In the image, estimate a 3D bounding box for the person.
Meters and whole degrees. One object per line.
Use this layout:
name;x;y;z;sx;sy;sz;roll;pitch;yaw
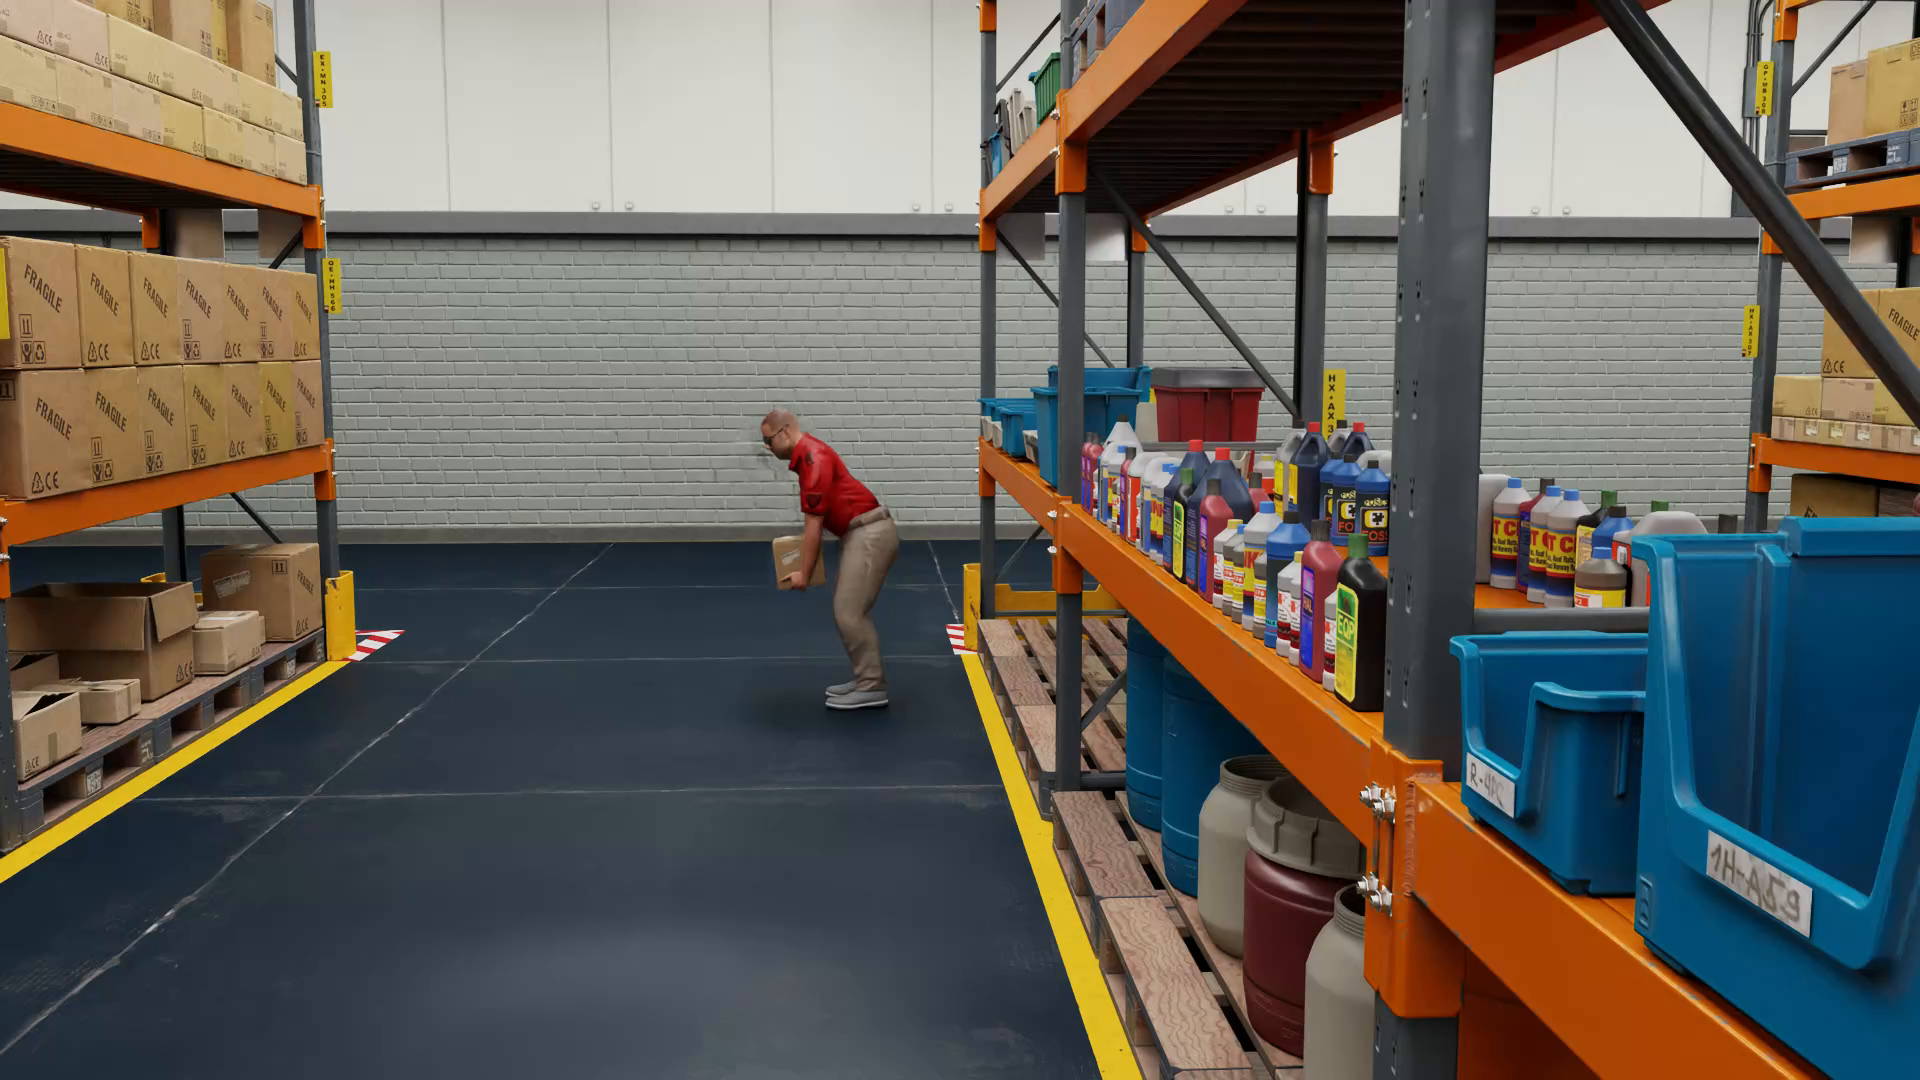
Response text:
person;-0.677;0.093;8.755;0.718;1.567;0.478;-1;7;-5
